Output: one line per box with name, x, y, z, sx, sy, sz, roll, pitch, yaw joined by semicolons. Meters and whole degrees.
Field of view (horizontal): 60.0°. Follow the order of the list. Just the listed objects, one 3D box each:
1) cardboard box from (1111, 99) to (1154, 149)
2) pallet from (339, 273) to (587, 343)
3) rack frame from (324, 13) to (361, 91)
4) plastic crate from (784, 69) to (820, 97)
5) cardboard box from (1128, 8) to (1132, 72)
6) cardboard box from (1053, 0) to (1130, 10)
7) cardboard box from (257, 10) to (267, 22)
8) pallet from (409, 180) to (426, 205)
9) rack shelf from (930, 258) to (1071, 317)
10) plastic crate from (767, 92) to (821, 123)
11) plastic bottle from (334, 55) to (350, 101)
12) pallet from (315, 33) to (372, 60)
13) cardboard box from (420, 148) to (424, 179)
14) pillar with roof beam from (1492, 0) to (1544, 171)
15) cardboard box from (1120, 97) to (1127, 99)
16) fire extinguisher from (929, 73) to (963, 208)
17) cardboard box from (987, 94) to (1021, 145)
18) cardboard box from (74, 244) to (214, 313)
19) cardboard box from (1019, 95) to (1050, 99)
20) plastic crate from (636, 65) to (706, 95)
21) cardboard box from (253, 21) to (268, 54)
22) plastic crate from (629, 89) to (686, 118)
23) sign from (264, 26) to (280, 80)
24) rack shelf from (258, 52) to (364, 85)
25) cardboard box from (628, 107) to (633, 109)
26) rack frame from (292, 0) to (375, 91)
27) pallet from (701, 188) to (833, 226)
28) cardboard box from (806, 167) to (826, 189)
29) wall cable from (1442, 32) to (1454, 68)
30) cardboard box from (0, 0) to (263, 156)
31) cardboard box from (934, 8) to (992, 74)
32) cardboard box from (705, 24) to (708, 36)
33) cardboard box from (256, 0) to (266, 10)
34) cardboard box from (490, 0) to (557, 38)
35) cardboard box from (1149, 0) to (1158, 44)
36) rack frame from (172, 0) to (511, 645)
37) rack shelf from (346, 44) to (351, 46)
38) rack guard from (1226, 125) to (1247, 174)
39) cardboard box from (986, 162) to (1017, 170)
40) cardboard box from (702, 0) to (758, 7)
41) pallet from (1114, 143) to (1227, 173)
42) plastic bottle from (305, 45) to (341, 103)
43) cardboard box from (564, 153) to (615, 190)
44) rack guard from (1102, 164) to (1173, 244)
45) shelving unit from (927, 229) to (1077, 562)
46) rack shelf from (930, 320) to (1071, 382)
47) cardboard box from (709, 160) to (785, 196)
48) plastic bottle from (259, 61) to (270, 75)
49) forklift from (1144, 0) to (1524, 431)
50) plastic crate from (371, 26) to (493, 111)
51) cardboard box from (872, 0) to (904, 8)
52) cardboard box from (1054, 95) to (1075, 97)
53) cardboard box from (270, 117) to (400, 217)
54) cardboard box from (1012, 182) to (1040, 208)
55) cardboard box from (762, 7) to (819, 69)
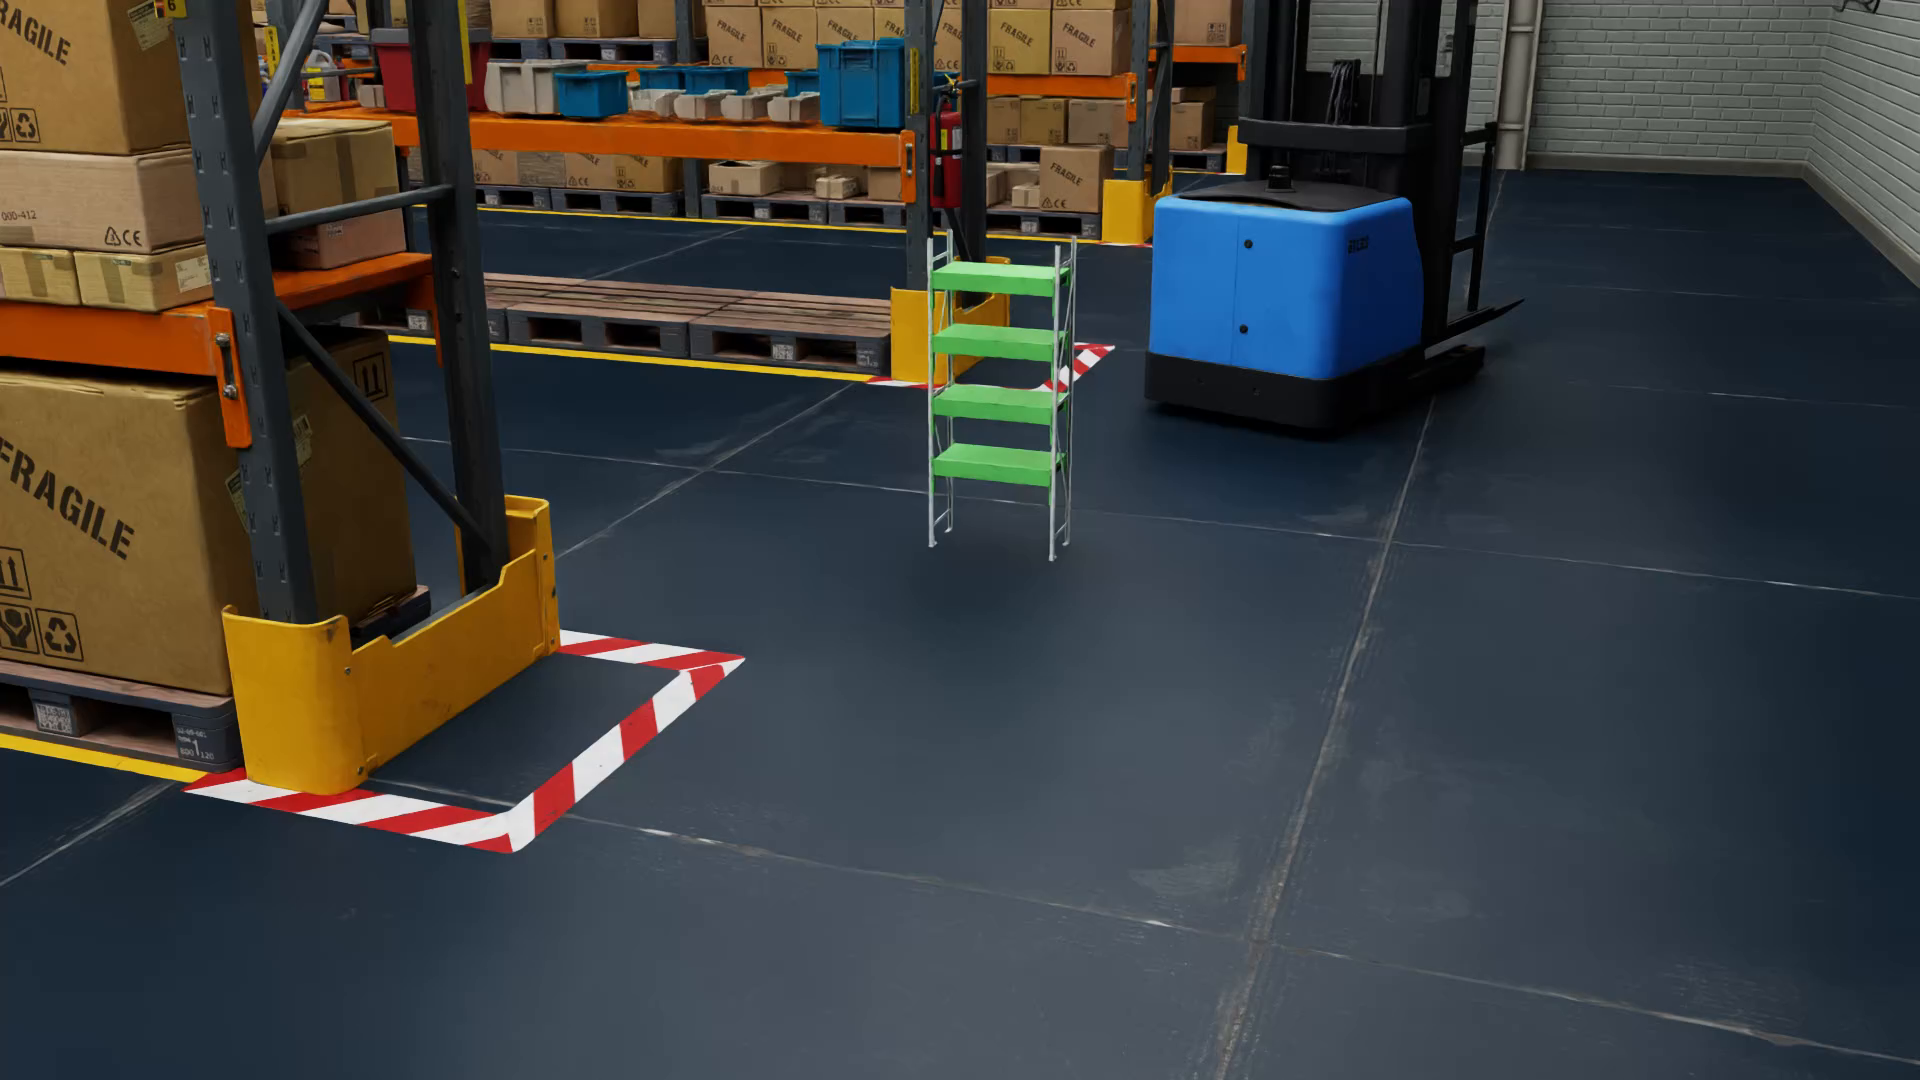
cardboard box;2.018;-4.648;18.514;0.500;0.500;0.700;6;20;18
pallet;-3.138;-1.500;10.558;1.213;0.211;1.003;7;20;18
rack frame;-8.151;-6.828;21.608;0.127;3.000;1.000;7;20;18
plastic crate;-0.814;-2.601;9.644;0.300;0.233;0.416;7;20;18
cardboard box;1.230;-4.168;13.826;0.500;0.500;0.500;7;20;19
cardboard box;1.052;-4.473;13.181;0.500;0.500;0.500;6;20;18
cardboard box;-8.698;-6.724;21.506;0.500;0.250;0.500;7;20;18
pallet;-5.302;-3.446;16.142;1.213;0.211;1.003;7;20;18
rack shelf;0.156;-0.942;6.190;0.480;0.148;0.258;7;20;18
plastic crate;-0.896;-2.387;9.177;0.243;0.136;0.396;7;20;18
plastic bottle;-4.052;-3.001;10.805;0.133;0.283;0.061;7;20;18
pallet;-5.331;-4.713;15.833;1.003;0.211;1.213;7;20;18
cardboard box;-4.690;-3.634;15.574;0.500;0.500;0.500;6;20;17
pillar with roof beam;4.606;-7.004;12.997;0.400;9.000;9.100;7;20;18
cardboard box;1.959;-5.031;18.626;0.250;0.149;0.380;7;20;19
fire extinguisher;-0.073;-2.081;8.674;0.183;0.674;0.296;7;20;18
cardboard box;0.552;-4.814;18.989;0.500;0.500;0.700;6;20;18
cardboard box;-2.137;-0.729;4.492;0.250;0.149;0.380;7;20;19
cardboard box;0.835;-5.026;18.611;0.250;0.149;0.380;6;20;17
plastic crate;-1.719;-2.705;9.941;0.300;0.233;0.416;7;20;18
cardboard box;-6.776;-4.970;16.413;0.500;0.311;0.500;6;20;17
plastic crate;-1.722;-2.472;9.419;0.250;0.136;0.298;7;20;18
sign;-4.027;-2.844;9.756;0.005;0.325;0.100;7;20;18
rack shelf;-7.884;-4.732;16.687;4.000;0.370;1.077;7;20;18
cardboard box;-3.721;-5.459;20.308;0.750;0.750;0.750;6;20;17
rack frame;-5.995;-4.855;15.949;0.127;3.000;1.000;7;20;18
pallet;-1.568;-3.032;14.954;1.213;0.211;1.003;7;20;18
cardboard box;-1.211;-3.290;15.120;0.250;0.149;0.380;7;20;18
wall cable;4.704;-6.168;18.169;1.851;1.984;0.084;7;20;18
cardboard box;-2.239;-1.306;4.403;0.500;0.500;0.500;7;20;19
cardboard box;0.089;-4.113;13.666;0.500;0.500;0.500;7;20;18
cardboard box;-2.913;-6.049;19.724;0.250;0.149;0.380;7;20;19
cardboard box;-8.699;-7.076;21.376;0.500;0.500;0.500;6;20;18
cardboard box;-3.905;-4.841;15.116;0.500;0.500;0.700;1;19;4
cardboard box;2.009;-5.801;18.205;0.700;0.700;0.980;6;20;18
rack frame;-1.692;-0.912;4.634;0.127;3.000;1.000;7;20;18
rack shelf;-6.262;-6.272;21.106;4.000;0.370;1.077;7;20;18
rack guard;3.207;-4.349;18.293;0.348;0.500;1.175;7;20;18
cardboard box;0.197;-3.156;14.581;0.500;0.250;0.500;7;20;18
cardboard box;-1.863;-4.804;14.131;0.500;0.500;0.500;7;20;19
pallet;2.404;-4.277;18.526;1.213;0.211;1.003;7;20;18
plastic bottle;-4.109;-3.004;10.711;0.185;0.351;0.144;7;20;18
cardboard box;-3.241;-3.471;15.106;0.500;0.500;0.500;7;20;18
rack guard;1.491;-2.819;13.905;0.348;0.500;1.175;7;20;18
shelving unit;0.156;-0.549;6.327;0.503;1.200;0.258;7;20;18
rack shelf;0.156;-0.715;6.269;0.480;0.148;0.258;7;20;18
cardboard box;-1.891;-3.249;14.756;0.500;0.311;0.500;7;20;18
plastic bottle;-4.503;-3.033;10.909;0.135;0.276;0.152;7;20;18
forklift;2.241;-2.324;8.791;1.130;2.935;3.031;14;24;36
plastic crate;-3.084;-2.768;9.771;0.583;0.464;0.402;7;20;18
cardboard box;-0.402;-4.638;13.653;0.500;0.500;0.500;7;20;20
cardboard box;1.237;-5.113;18.862;0.250;0.149;0.380;6;20;17
cardboard box;-2.057;-1.117;5.000;0.500;0.250;0.500;6;20;17
cardboard box;0.615;-2.915;14.018;0.250;0.166;0.380;7;20;18
cardboard box;-1.339;-4.277;14.136;0.500;0.500;0.500;7;20;19
